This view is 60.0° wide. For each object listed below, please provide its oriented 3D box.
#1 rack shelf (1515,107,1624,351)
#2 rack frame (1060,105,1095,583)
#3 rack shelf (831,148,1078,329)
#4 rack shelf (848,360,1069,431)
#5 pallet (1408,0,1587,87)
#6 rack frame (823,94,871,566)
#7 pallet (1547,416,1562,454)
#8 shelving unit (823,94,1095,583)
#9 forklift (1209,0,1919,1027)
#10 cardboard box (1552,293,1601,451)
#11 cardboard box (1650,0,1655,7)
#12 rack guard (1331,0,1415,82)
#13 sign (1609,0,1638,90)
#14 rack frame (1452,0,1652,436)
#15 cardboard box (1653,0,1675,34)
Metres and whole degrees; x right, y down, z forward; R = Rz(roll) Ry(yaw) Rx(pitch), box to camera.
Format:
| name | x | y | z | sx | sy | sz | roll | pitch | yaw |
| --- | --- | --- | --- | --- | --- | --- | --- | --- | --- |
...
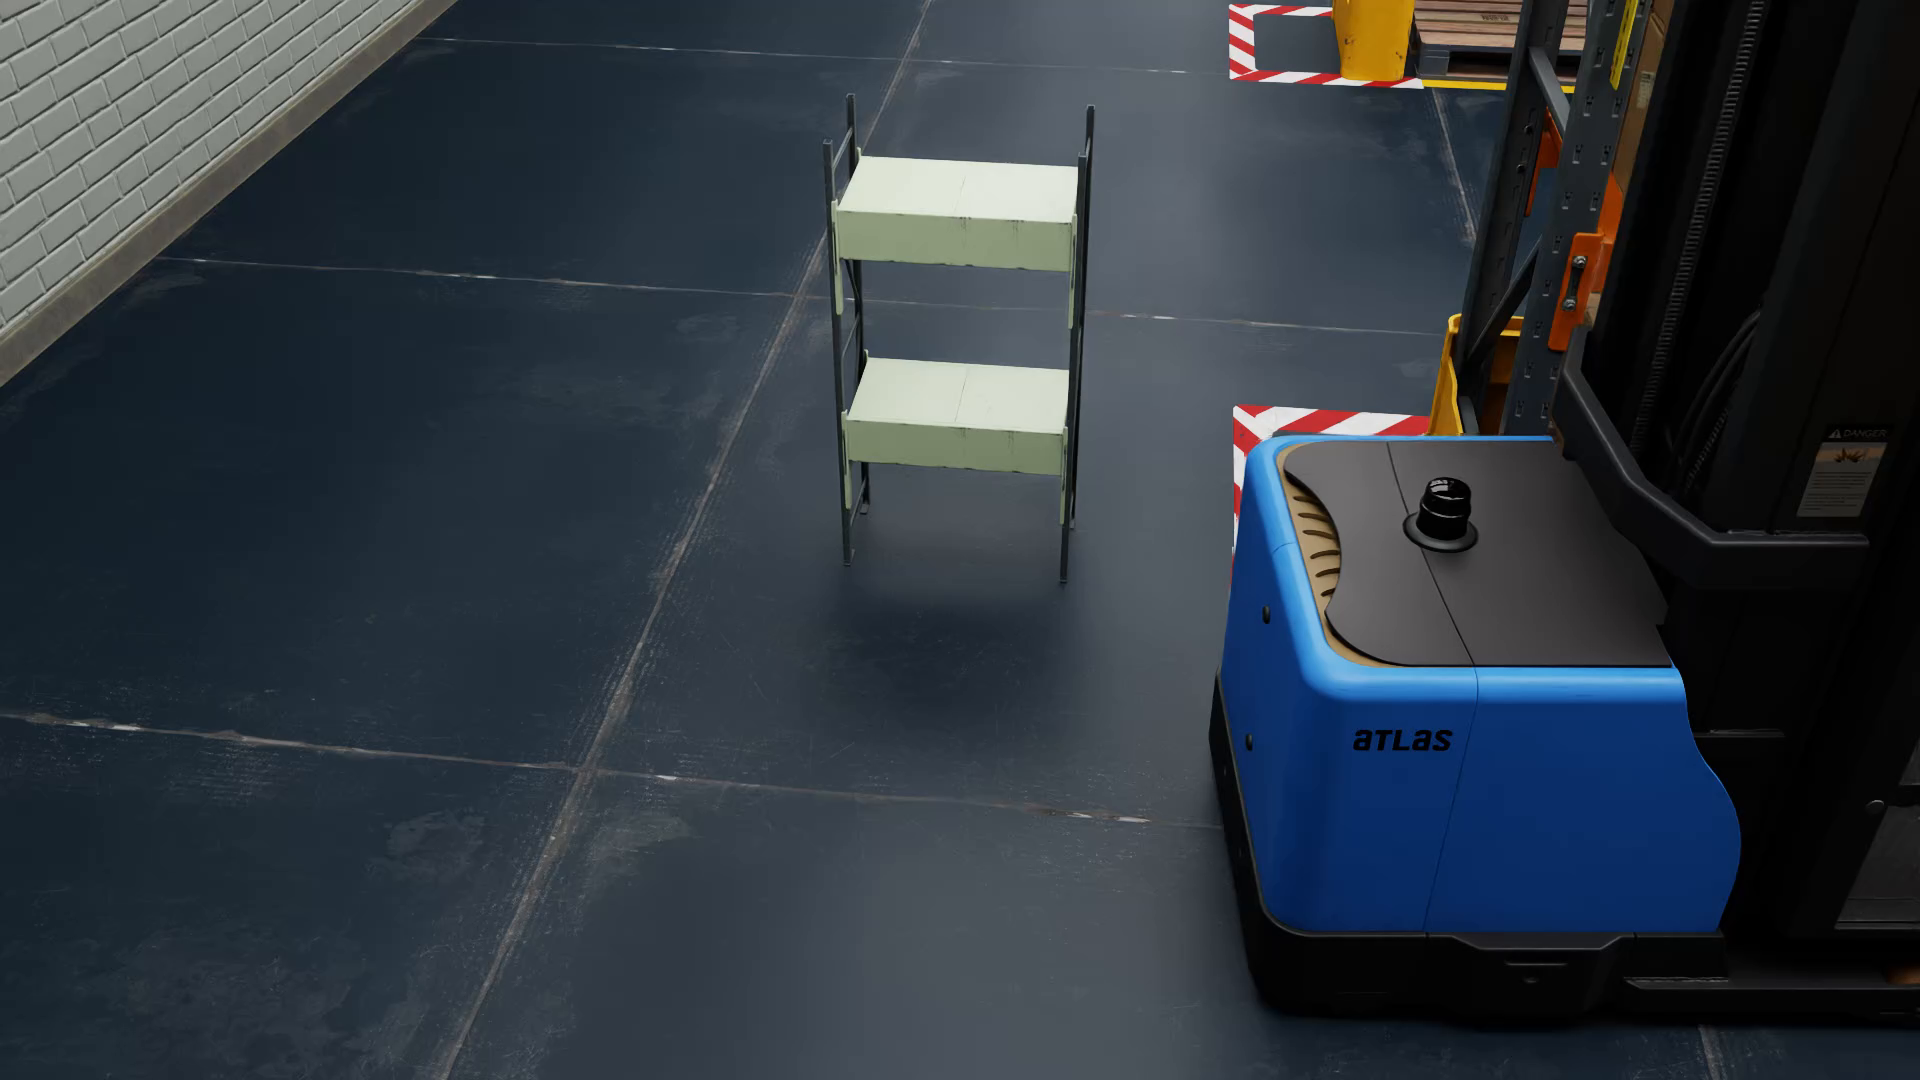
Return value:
| name | x | y | z | sx | sy | sz | roll | pitch | yaw |
| --- | --- | --- | --- | --- | --- | --- | --- | --- | --- |
| rack shelf | 3.775 | -0.856 | 4.986 | 4.000 | 0.370 | 1.077 | 4 | 36 | 6 |
| rack frame | 0.370 | -0.583 | 5.276 | 0.023 | 1.500 | 0.400 | 4 | 36 | 6 |
| rack shelf | 0.007 | -0.928 | 5.087 | 0.720 | 0.370 | 0.431 | 4 | 36 | 6 |
| rack shelf | 0.007 | -0.424 | 5.446 | 0.686 | 0.124 | 0.368 | 4 | 36 | 6 |
| pallet | 3.239 | -2.932 | 9.676 | 1.213 | 0.211 | 1.003 | 4 | 36 | 6 |
| rack frame | -0.356 | -0.637 | 5.352 | 0.023 | 1.500 | 0.400 | 4 | 36 | 6 |
| pallet | 2.658 | -0.097 | 5.705 | 1.213 | 0.211 | 1.003 | 4 | 36 | 6 |
| shelving unit | 0.007 | -0.610 | 5.314 | 0.755 | 1.500 | 0.431 | 4 | 36 | 6 |
| forklift | 2.235 | -0.311 | 3.663 | 3.031 | 2.935 | 1.130 | 0 | 36 | 0 |
| cardboard box | 2.362 | -0.560 | 5.725 | 0.500 | 0.500 | 0.500 | 4 | 36 | 6 |
| cardboard box | 2.268 | -1.870 | 4.841 | 0.500 | 0.500 | 0.500 | 4 | 36 | 6 |
| rack guard | 2.400 | -3.127 | 9.701 | 0.348 | 0.500 | 1.175 | 4 | 36 | 6 |
| sign | 1.722 | -1.336 | 4.295 | 0.005 | 0.325 | 0.100 | 4 | 36 | 6 |
| rack frame | 1.791 | -1.296 | 4.984 | 0.127 | 3.000 | 1.000 | 4 | 36 | 6 |
| cardboard box | 2.198 | -1.559 | 4.406 | 0.500 | 0.500 | 0.500 | 5 | 36 | 7 |
